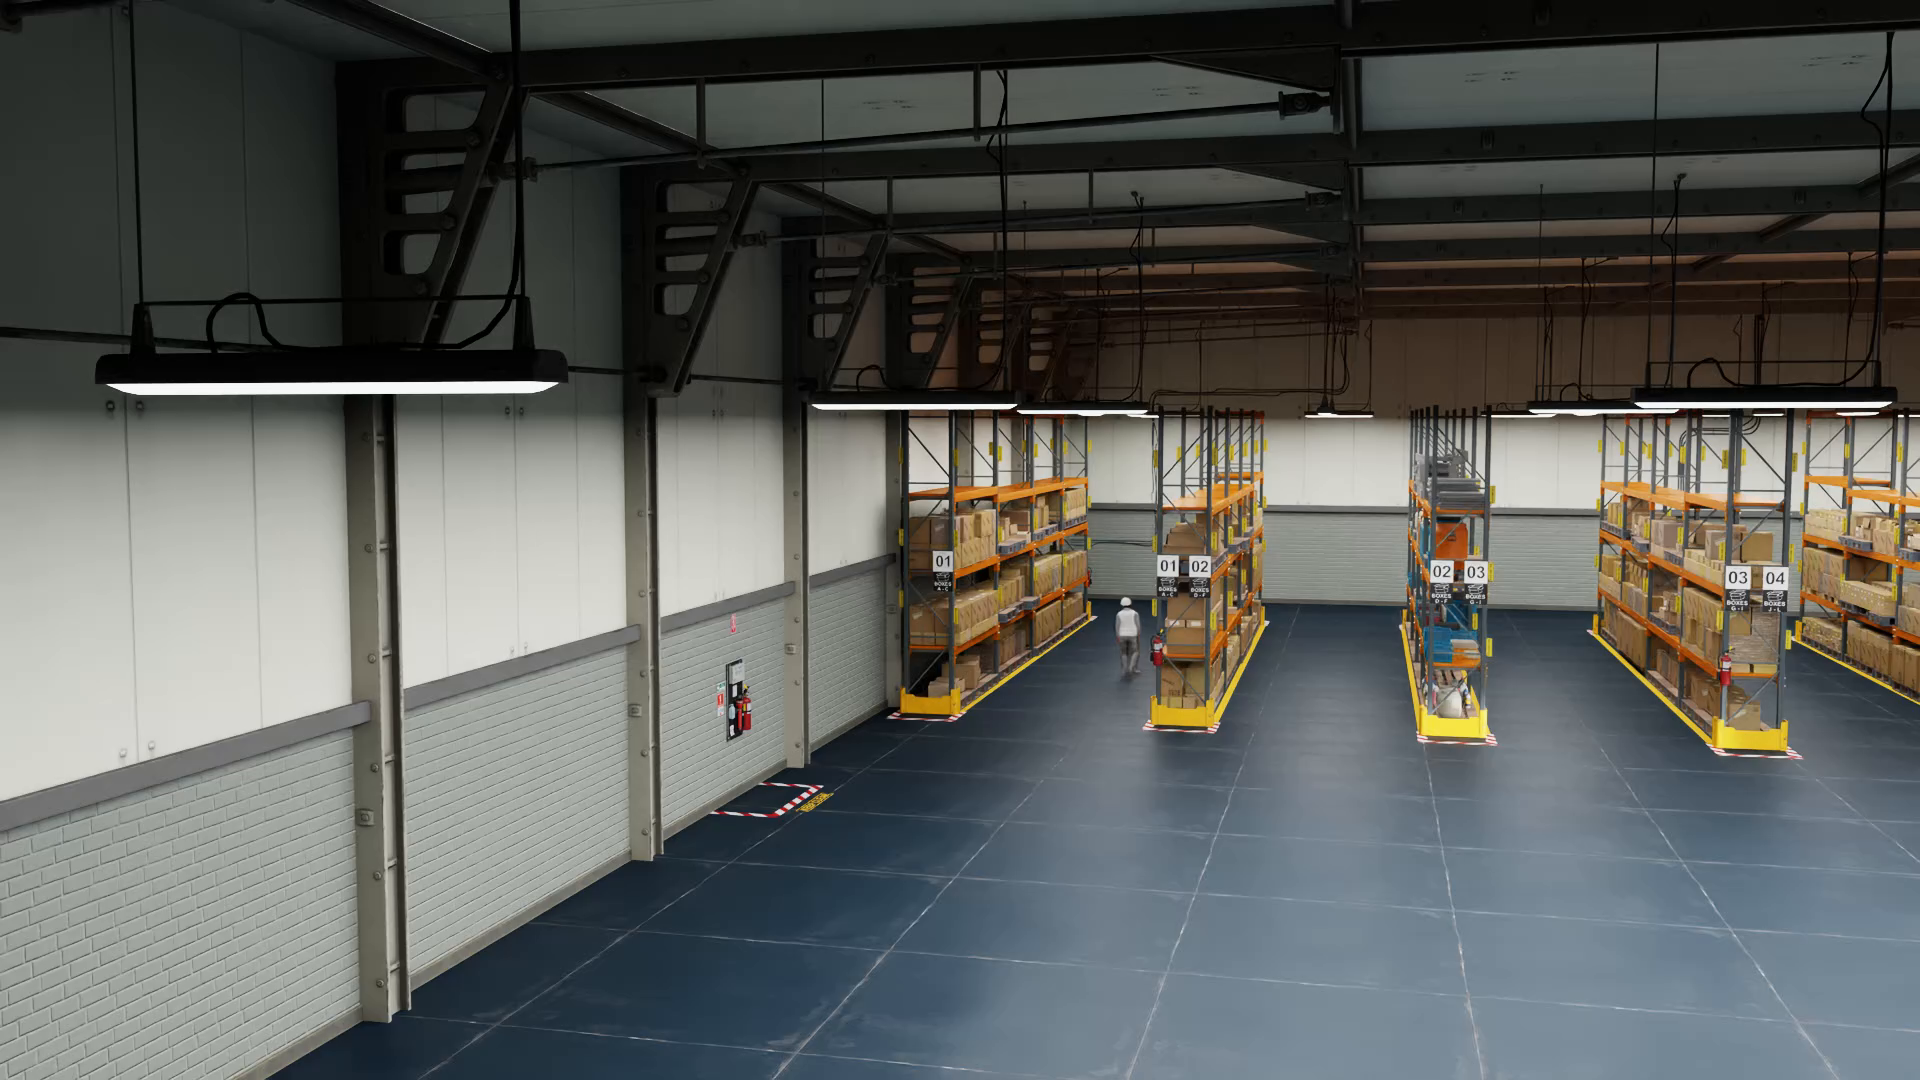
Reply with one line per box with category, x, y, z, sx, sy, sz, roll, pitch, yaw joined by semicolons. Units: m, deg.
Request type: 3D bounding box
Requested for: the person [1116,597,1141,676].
person;3.773;2.170;37.250;0.584;1.771;0.503;1;4;8
